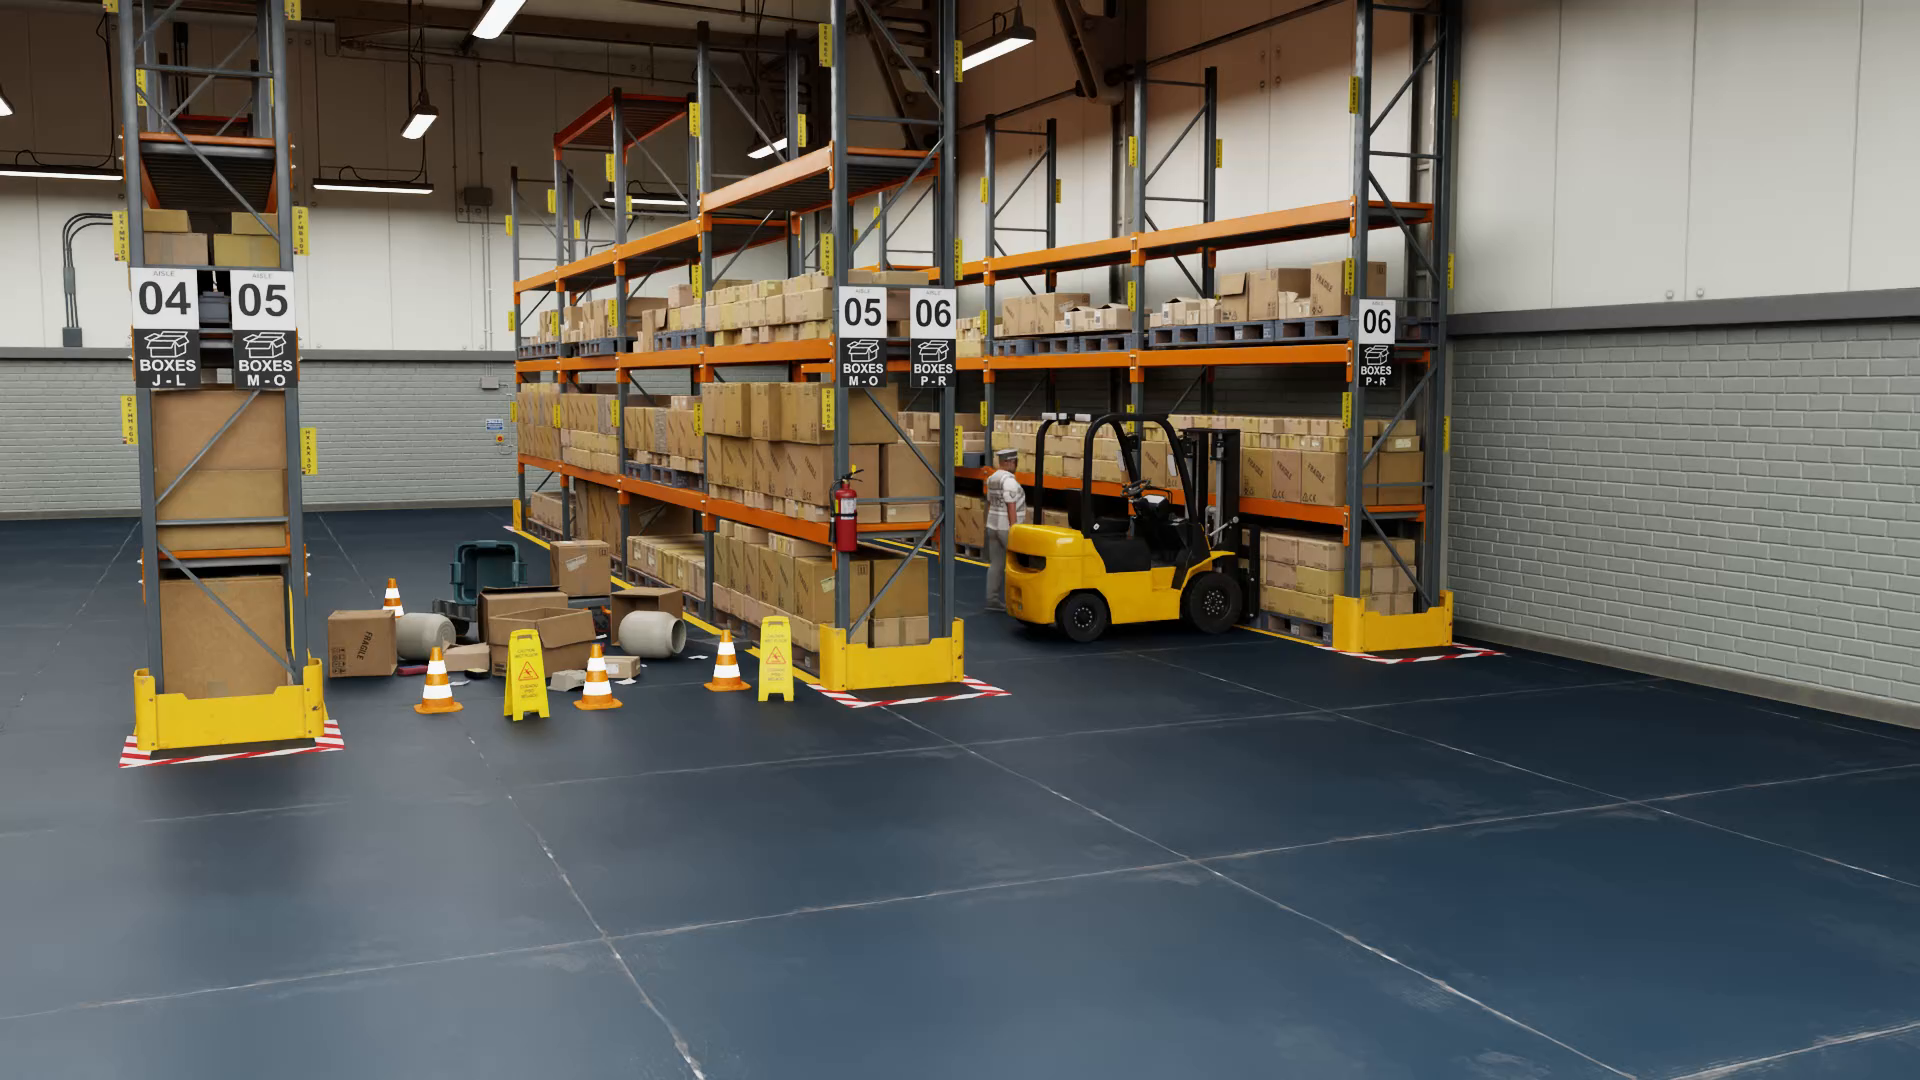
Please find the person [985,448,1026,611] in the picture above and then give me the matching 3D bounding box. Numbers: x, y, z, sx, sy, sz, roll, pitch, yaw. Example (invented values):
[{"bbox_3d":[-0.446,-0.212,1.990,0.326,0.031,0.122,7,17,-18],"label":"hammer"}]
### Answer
[{"bbox_3d":[0.626,-0.114,17.825,0.736,1.742,0.562,-3,6,-28],"label":"person"}]
